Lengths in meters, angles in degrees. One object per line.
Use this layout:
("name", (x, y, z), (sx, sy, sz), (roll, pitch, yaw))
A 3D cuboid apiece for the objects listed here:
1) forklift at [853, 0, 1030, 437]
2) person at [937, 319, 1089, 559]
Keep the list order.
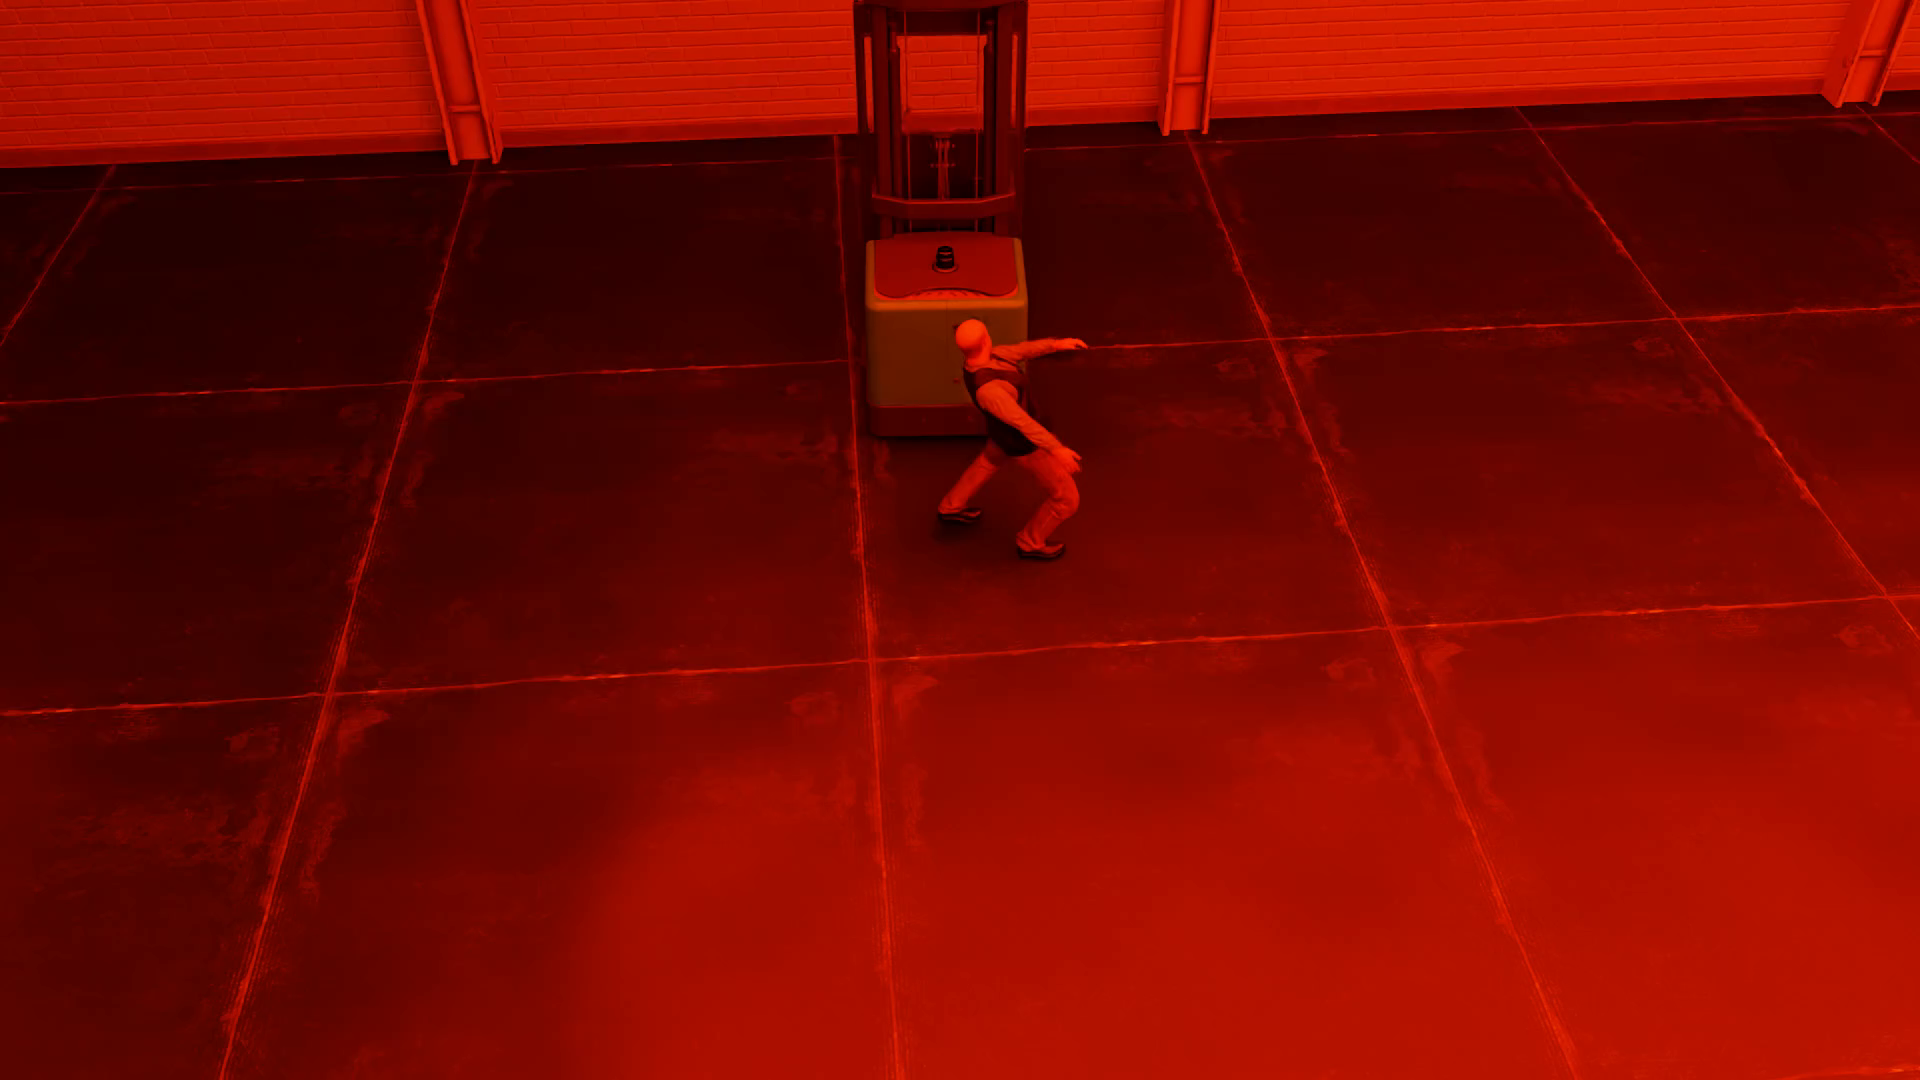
("forklift", (-0.130, -2.727, 11.126), (1.130, 2.935, 3.031), (-1, 41, -1))
("person", (0.400, -0.556, 9.653), (0.802, 1.519, 0.921), (-20, 44, -22))
